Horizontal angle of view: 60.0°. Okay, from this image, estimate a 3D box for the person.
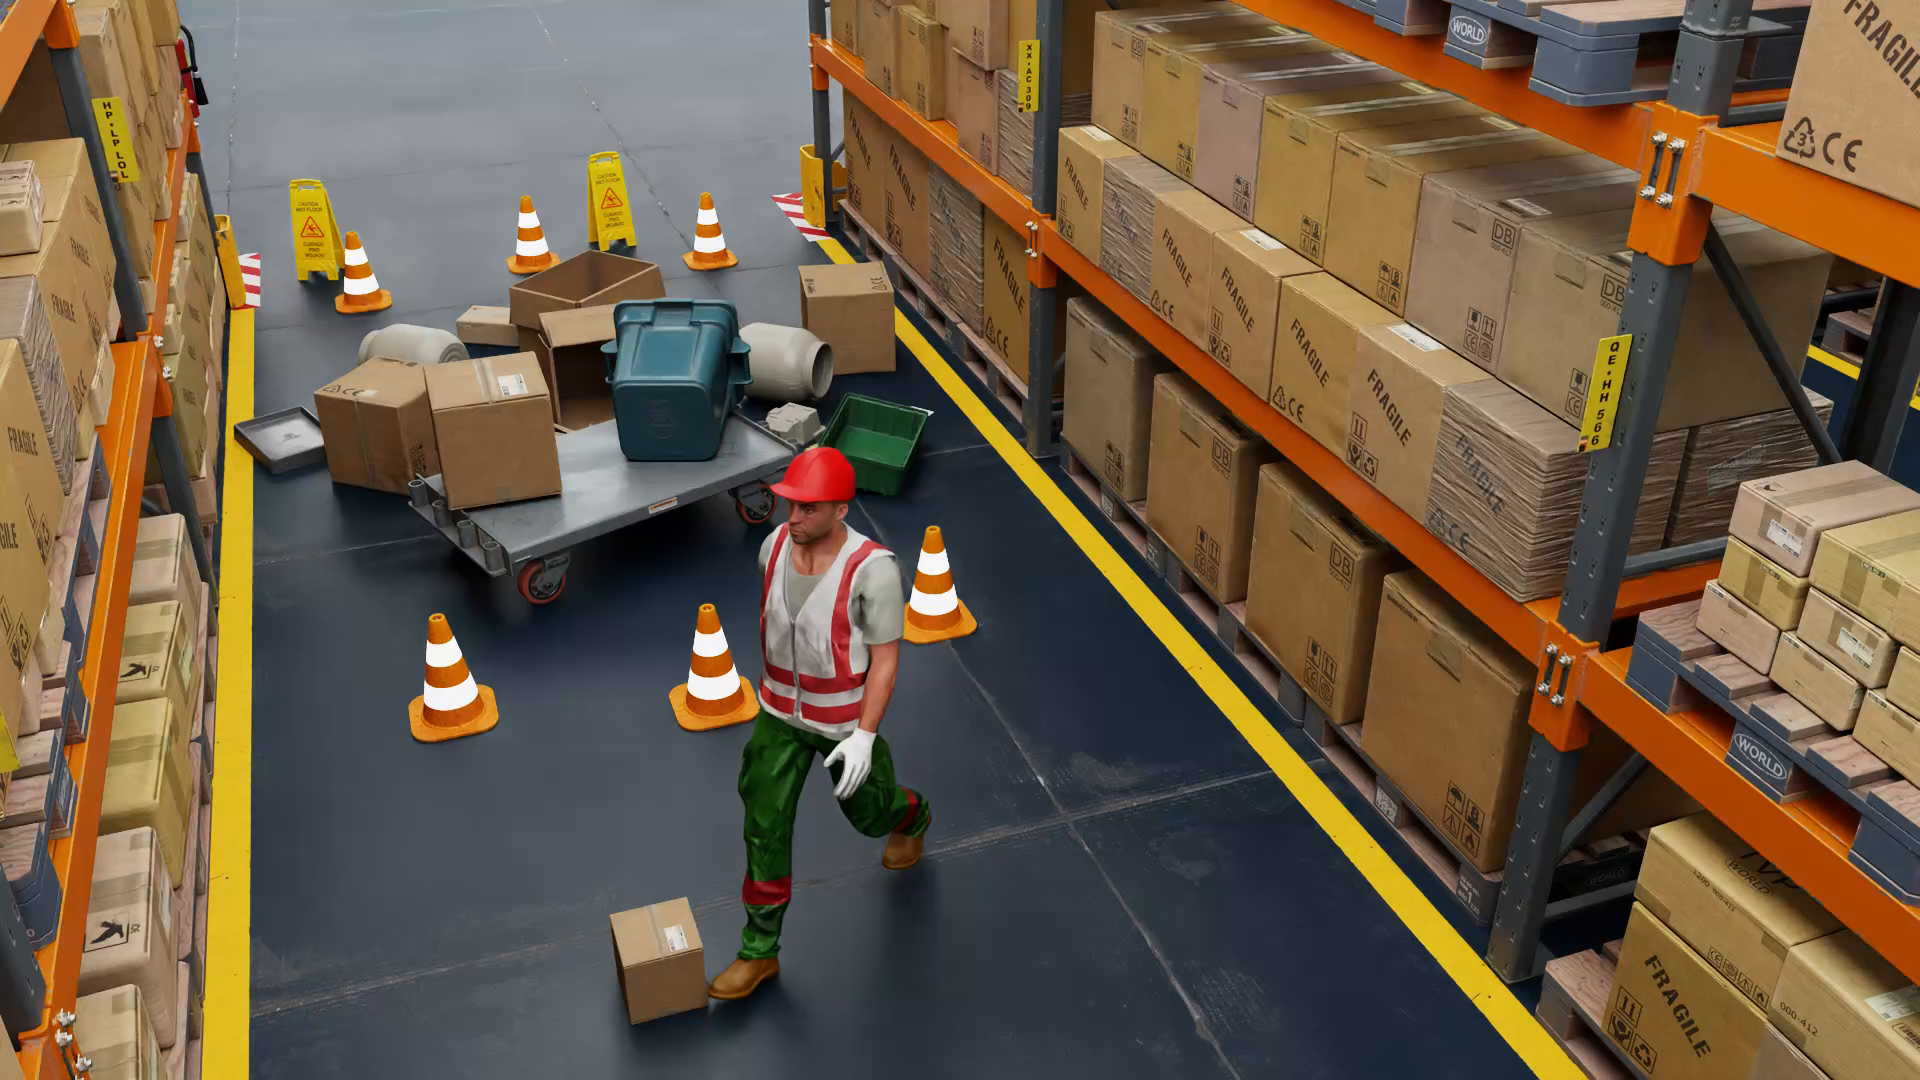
[{"bbox_3d":[-0.445,0.553,5.167,0.536,1.746,1.012,13,32,21],"label":"person"}]
